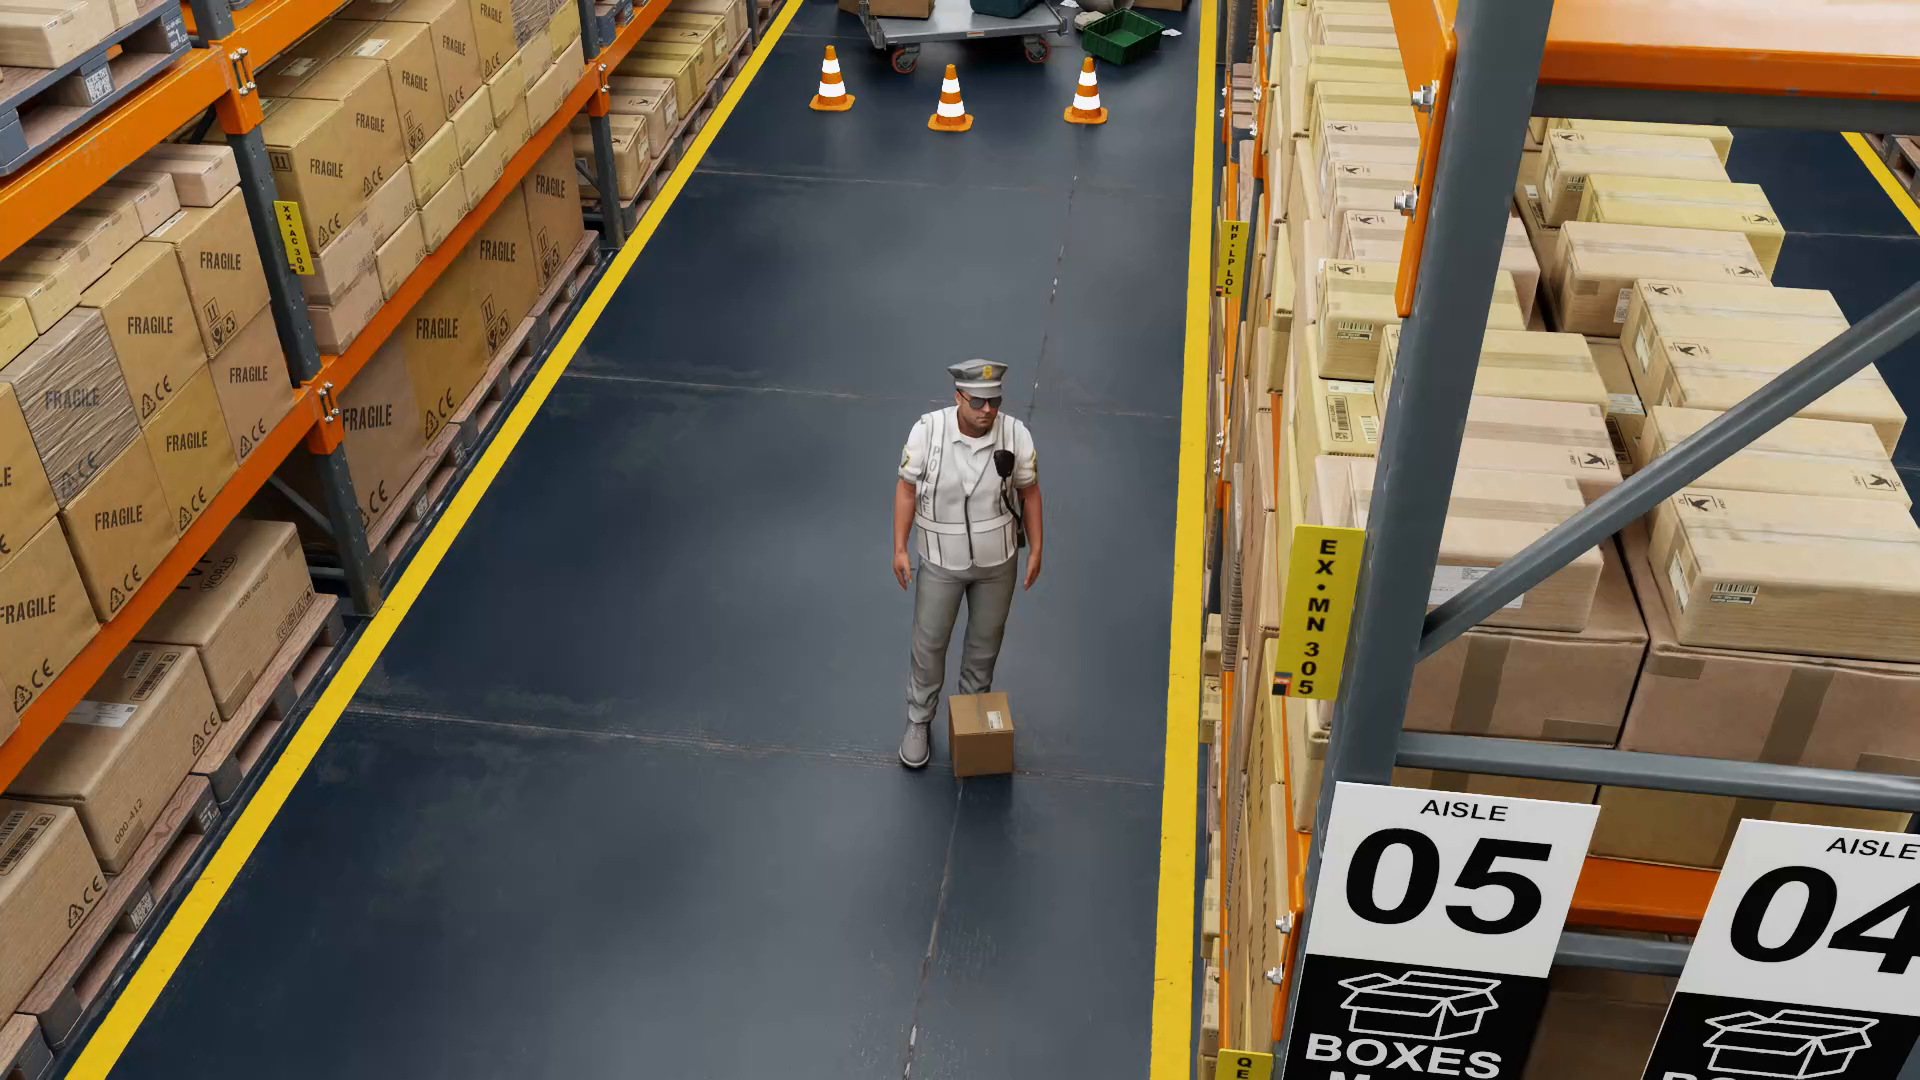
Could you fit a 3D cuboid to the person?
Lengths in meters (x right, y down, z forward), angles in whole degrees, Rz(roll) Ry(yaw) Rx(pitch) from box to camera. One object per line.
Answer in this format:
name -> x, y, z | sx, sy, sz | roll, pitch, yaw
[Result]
person -> 0.036, 0.086, 6.875 | 0.640, 1.780, 0.574 | -4, 36, -5
